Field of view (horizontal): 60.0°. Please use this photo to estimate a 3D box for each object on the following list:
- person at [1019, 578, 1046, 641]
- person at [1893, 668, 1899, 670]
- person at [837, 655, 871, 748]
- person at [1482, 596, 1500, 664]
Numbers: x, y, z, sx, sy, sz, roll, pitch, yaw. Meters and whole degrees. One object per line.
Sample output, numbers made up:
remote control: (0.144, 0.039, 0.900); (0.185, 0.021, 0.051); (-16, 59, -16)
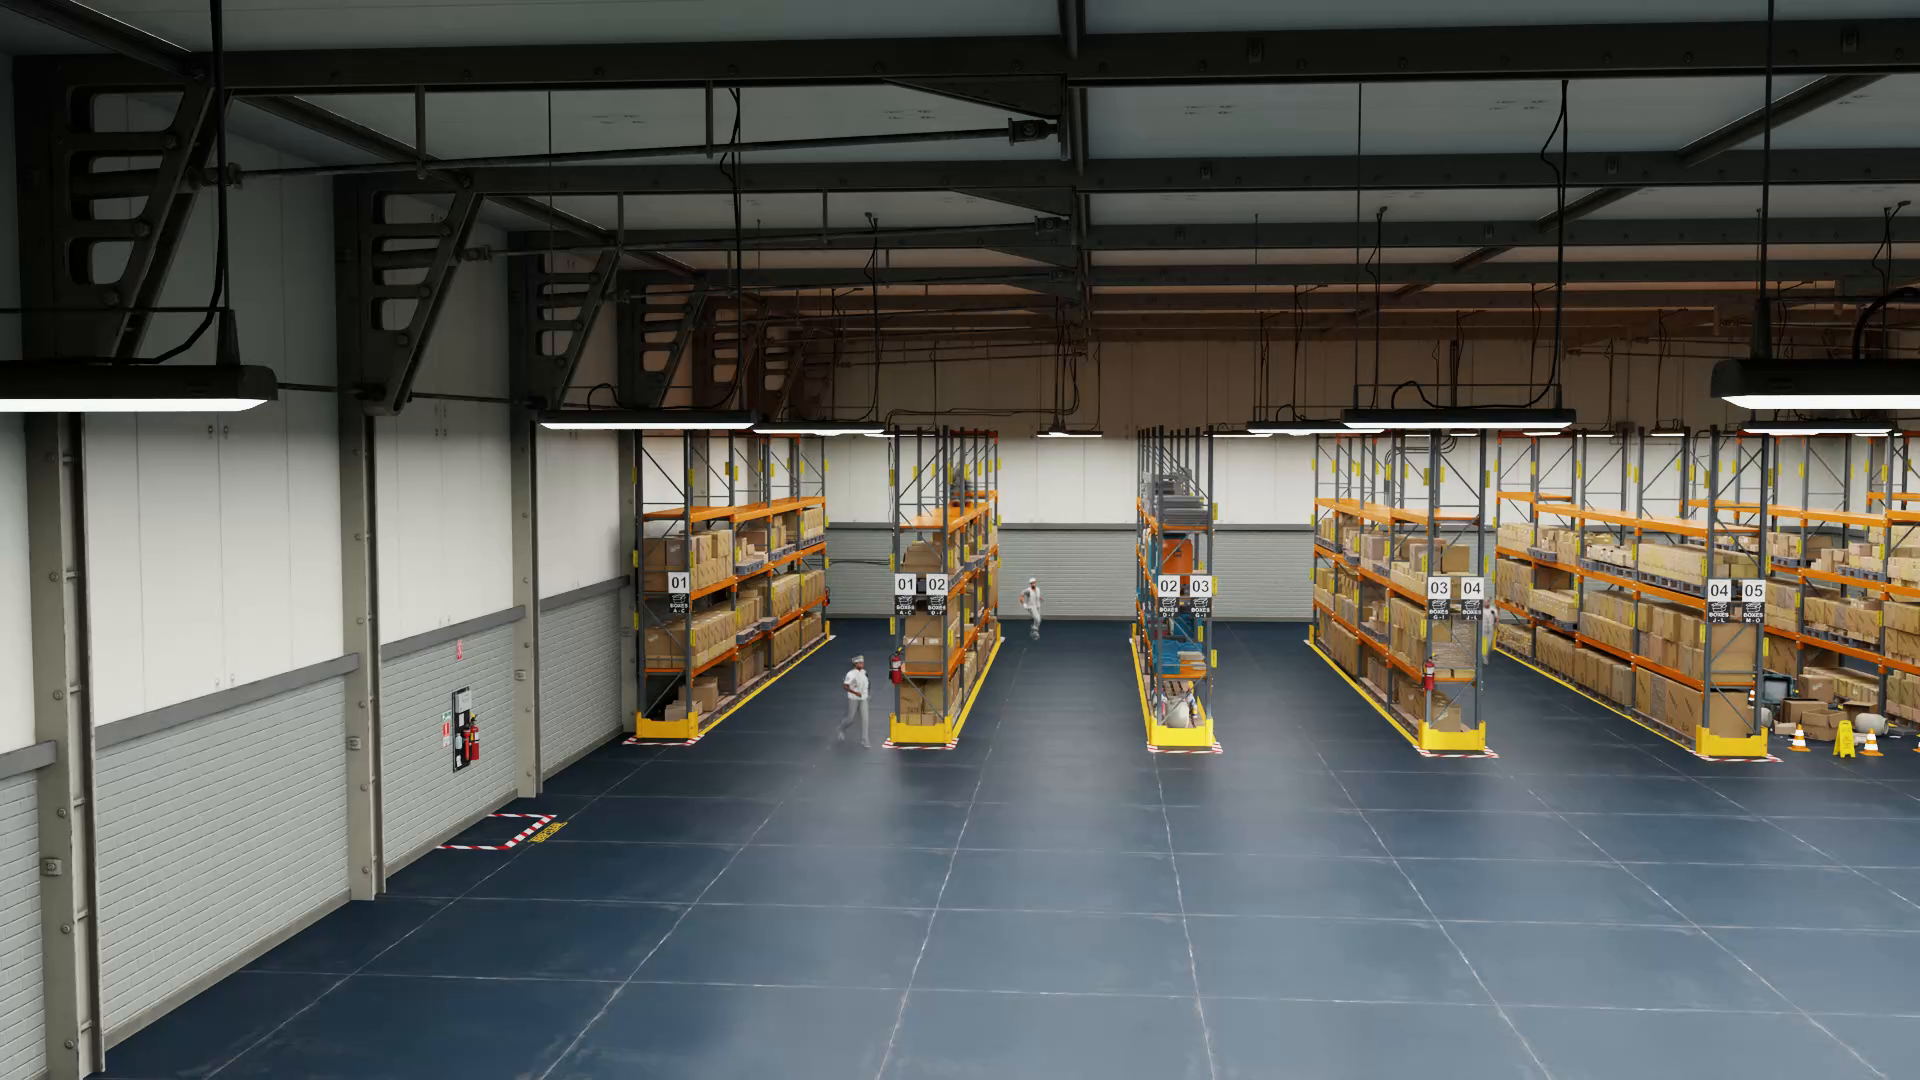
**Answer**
person: (2.106, 1.995, 47.595); (0.694, 1.824, 0.699); (-3, 5, -42)
person: (21.401, 2.672, 37.672); (0.610, 1.626, 0.671); (0, 3, 5)
person: (-1.916, 2.999, 31.231); (0.618, 1.689, 0.957); (-3, 4, -40)
person: (13.500, 2.296, 42.585); (0.649, 1.755, 0.629); (0, 3, 4)
